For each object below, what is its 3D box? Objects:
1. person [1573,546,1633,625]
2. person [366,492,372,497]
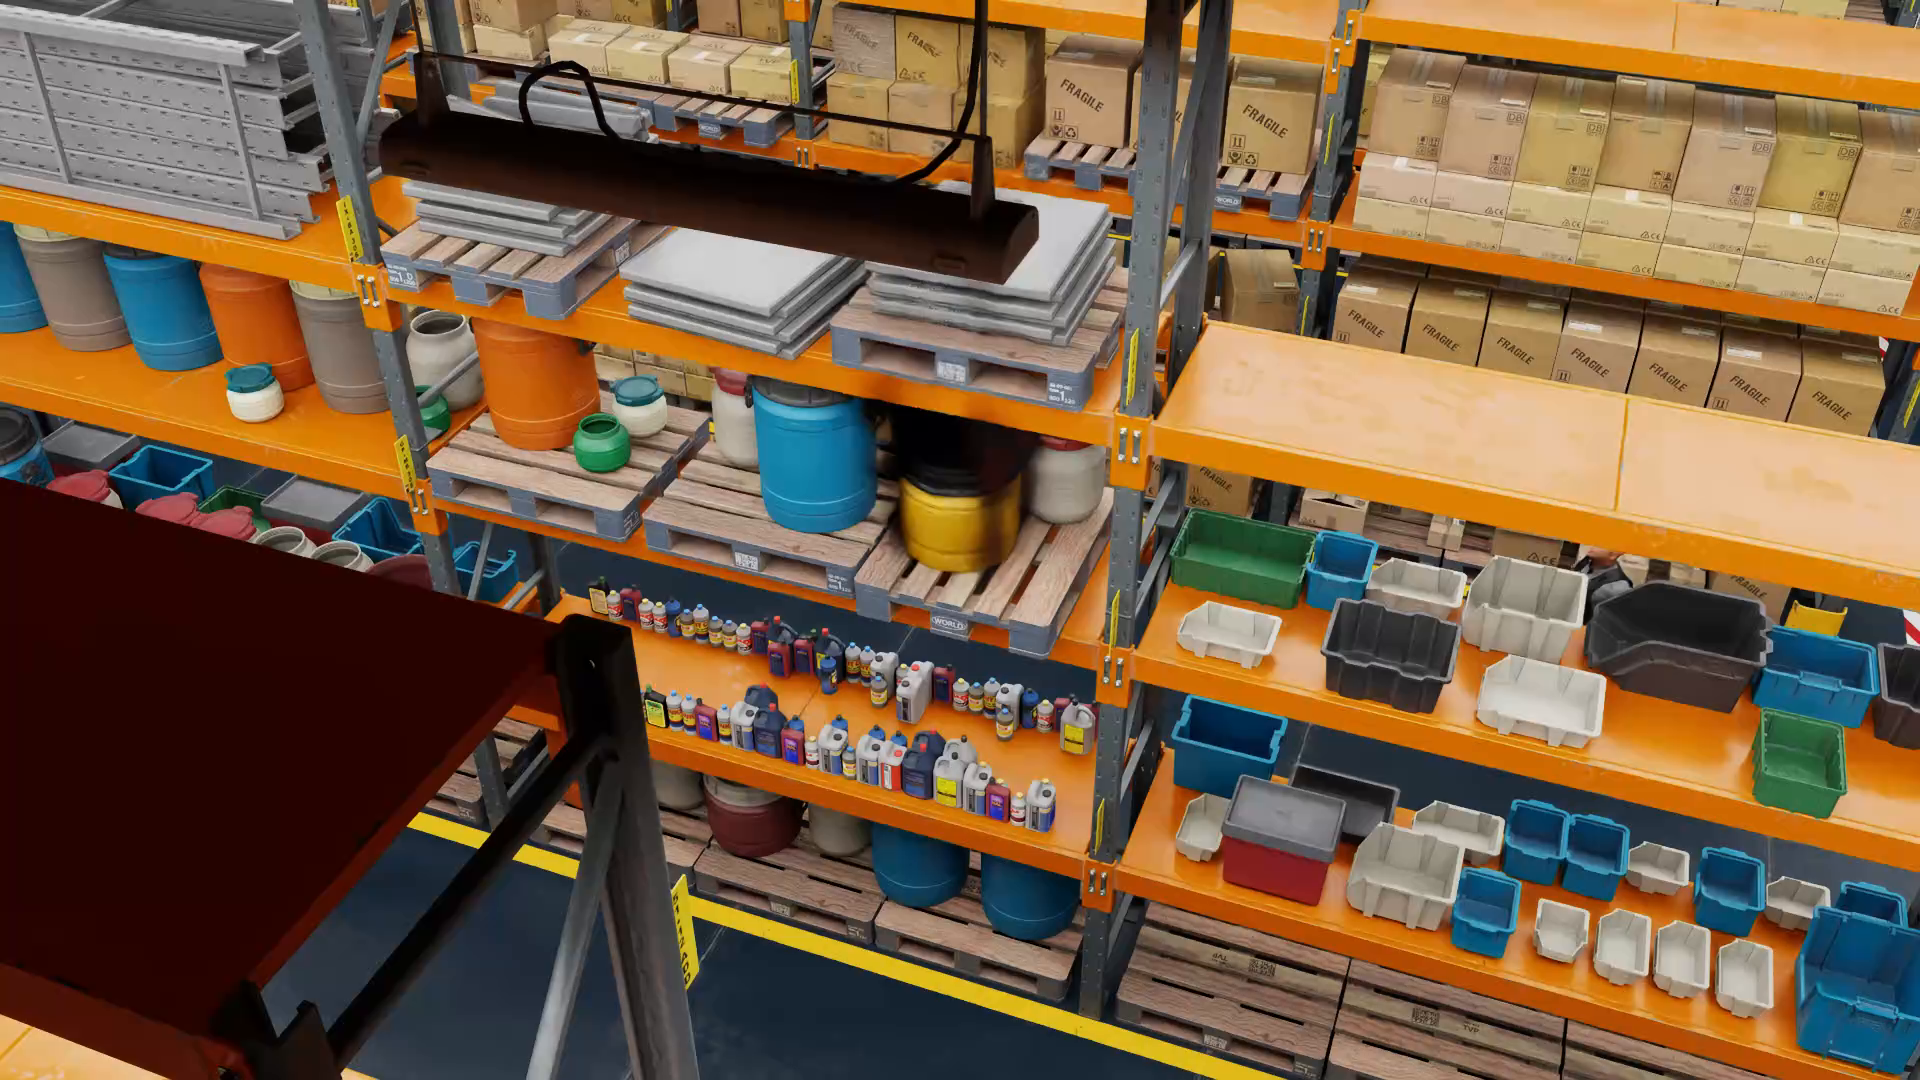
[{"bbox_3d":[4.166,0.727,11.161,0.754,1.555,0.709,1,36,1],"label":"person"},{"bbox_3d":[-4.578,-0.384,12.473,0.632,1.734,0.691,12,38,16],"label":"person"}]
